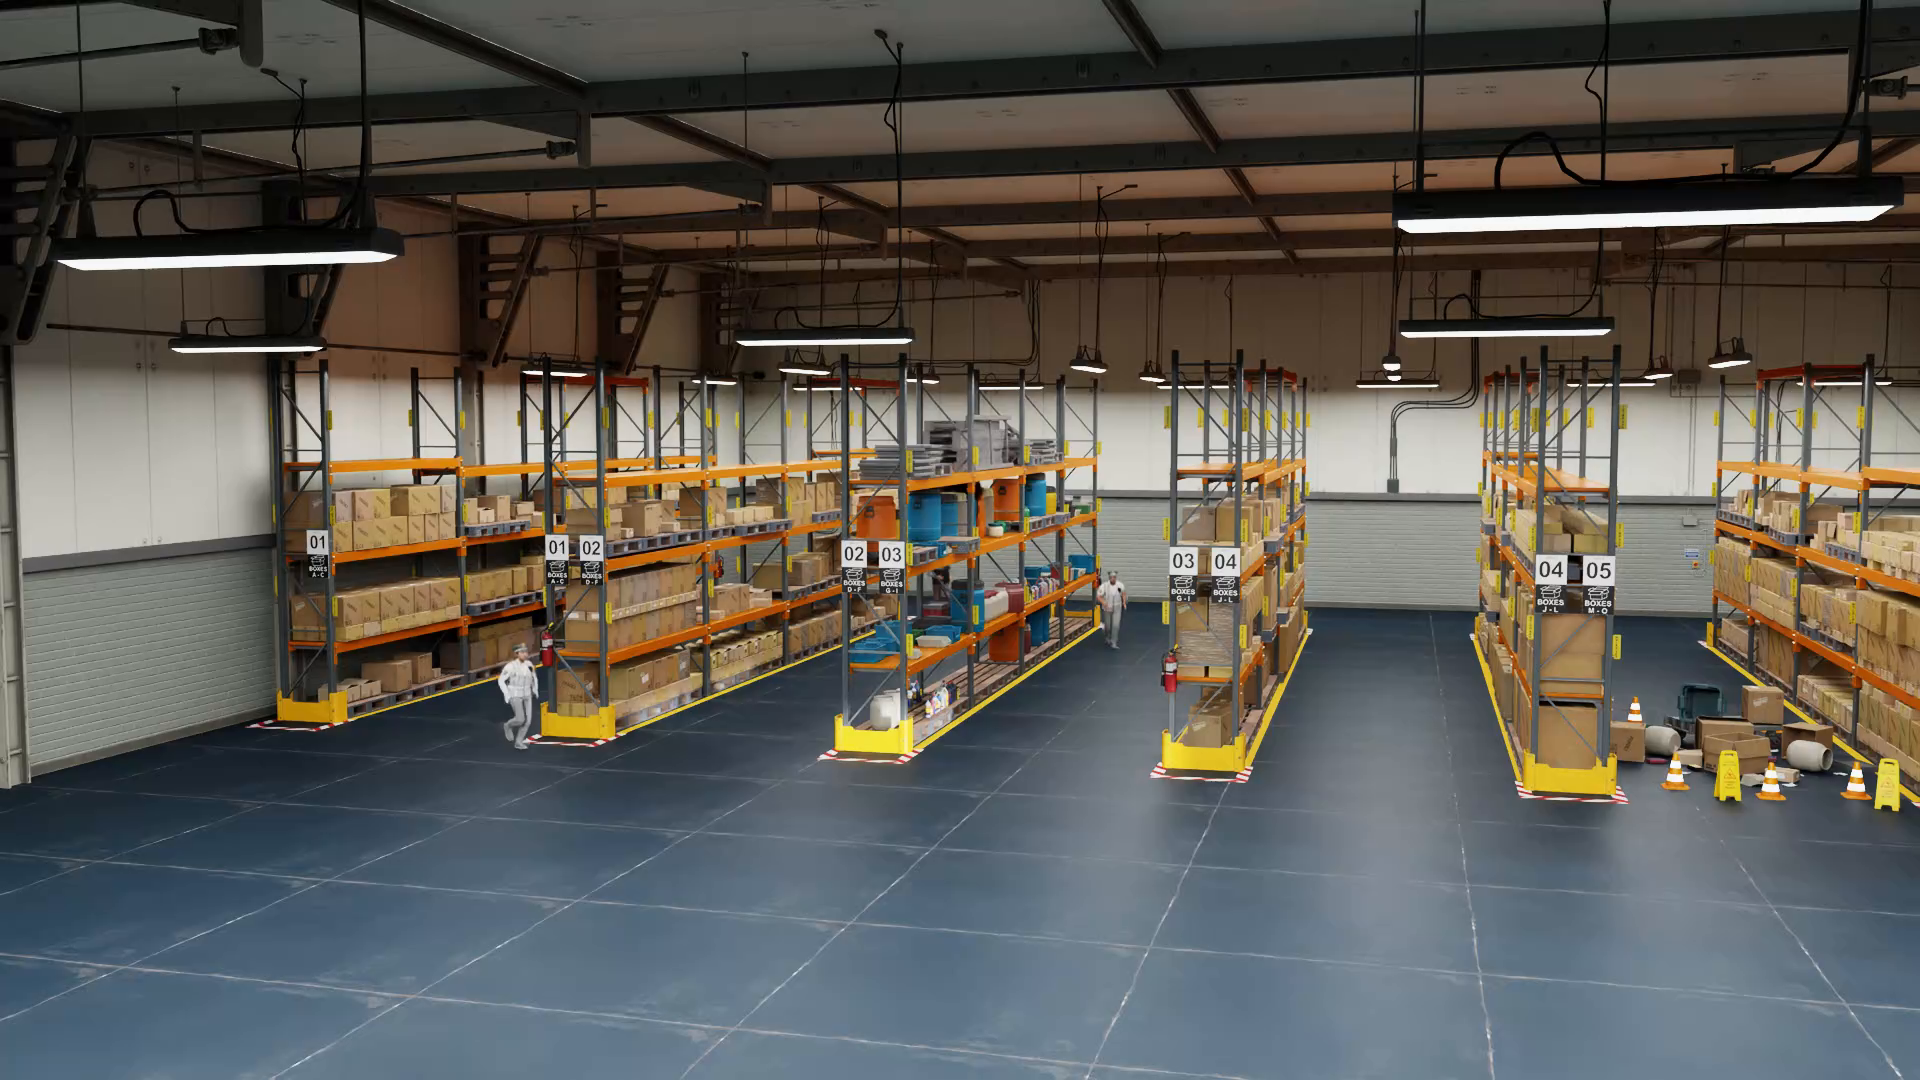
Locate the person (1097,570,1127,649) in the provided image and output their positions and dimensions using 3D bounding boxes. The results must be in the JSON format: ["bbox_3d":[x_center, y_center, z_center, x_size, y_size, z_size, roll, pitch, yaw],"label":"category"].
[{"bbox_3d":[3.343,1.513,36.681,0.666,1.729,0.803,0,4,-1],"label":"person"}]

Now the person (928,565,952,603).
[{"bbox_3d":[-0.489,1.154,41.661,0.656,1.751,0.872,-1,4,-14],"label":"person"}]

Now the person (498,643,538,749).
[{"bbox_3d":[-6.689,2.370,25.279,0.612,1.635,0.575,-4,6,-43],"label":"person"}]
